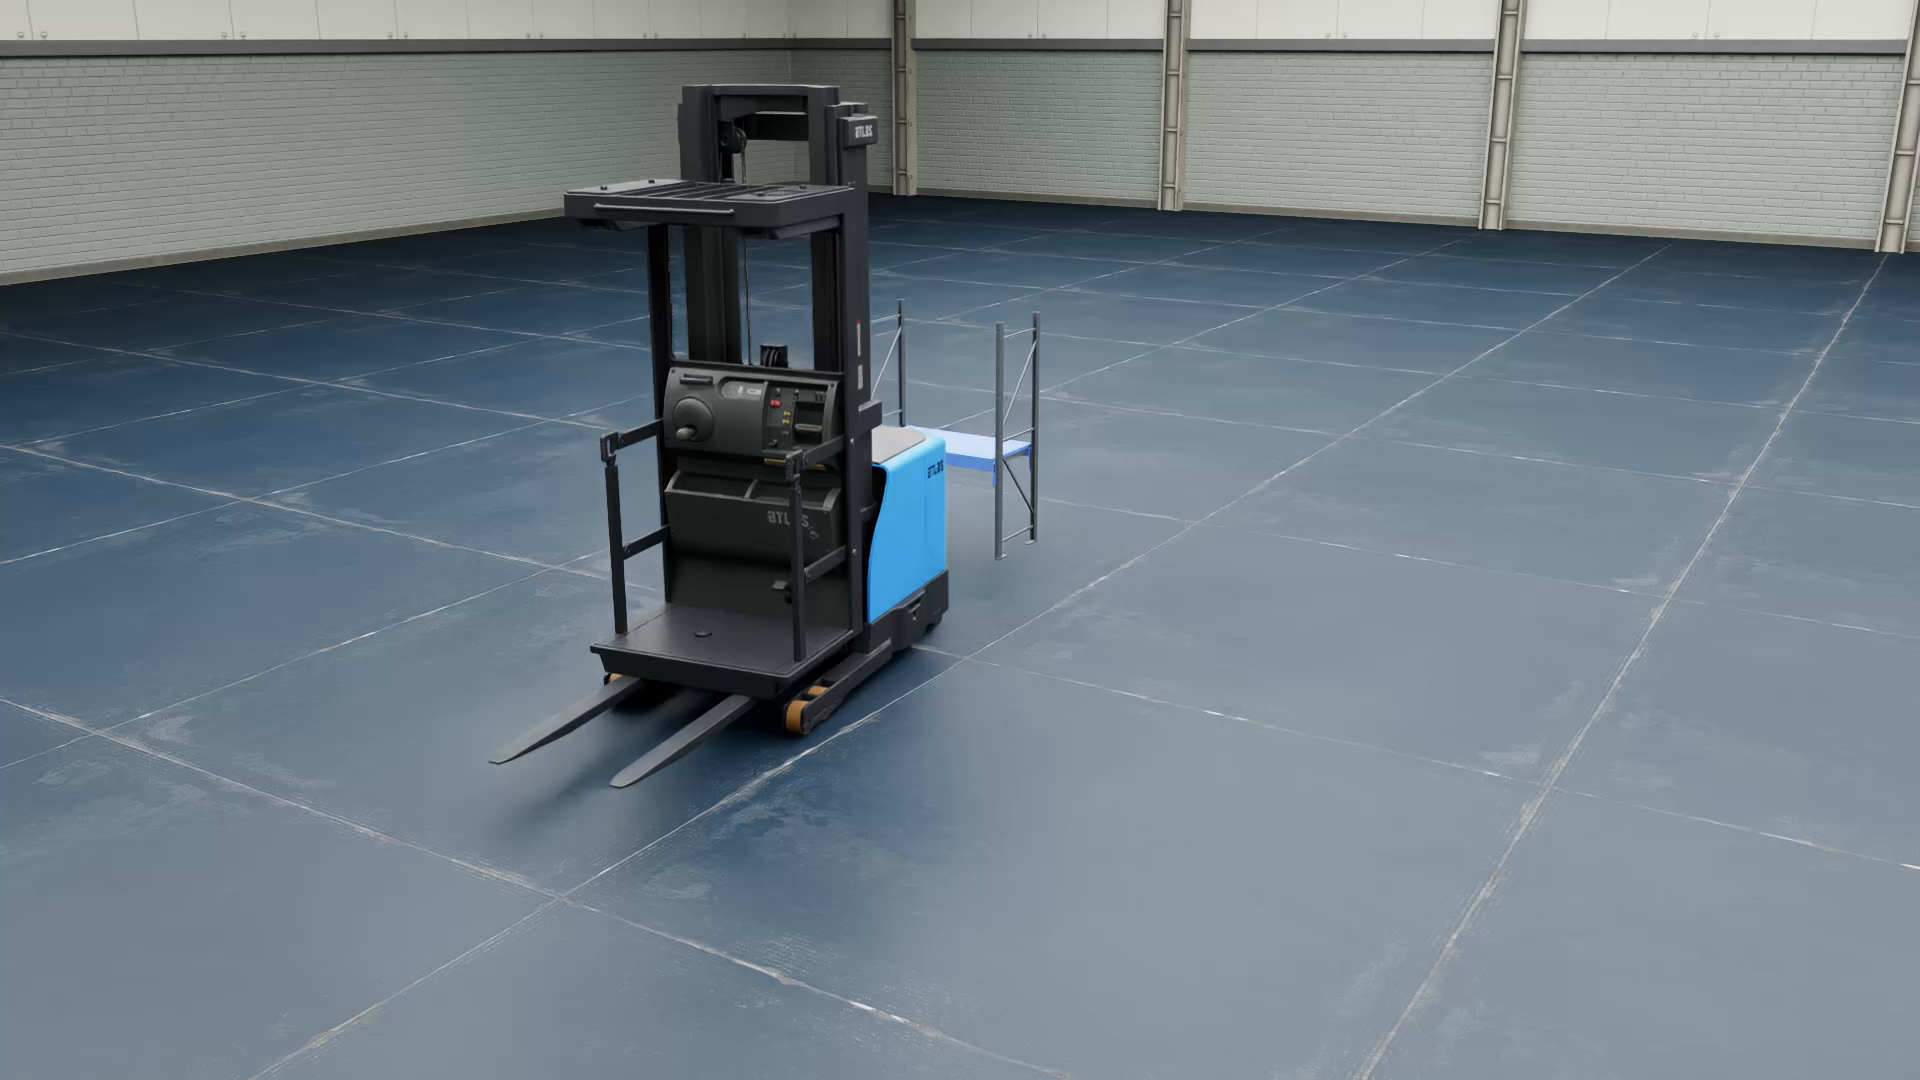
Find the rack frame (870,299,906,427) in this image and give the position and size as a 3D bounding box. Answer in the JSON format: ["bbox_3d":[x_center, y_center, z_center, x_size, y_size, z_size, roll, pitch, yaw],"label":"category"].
[{"bbox_3d":[-0.506,-0.808,10.960,0.032,1.500,0.500,10,20,30],"label":"rack frame"}]

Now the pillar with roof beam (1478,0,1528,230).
[{"bbox_3d":[6.838,-8.562,23.586,0.400,9.000,9.100,10,20,30],"label":"pillar with roof beam"}]

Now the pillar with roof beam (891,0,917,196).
[{"bbox_3d":[-3.387,-10.388,29.595,0.400,9.000,9.100,10,20,30],"label":"pillar with roof beam"}]

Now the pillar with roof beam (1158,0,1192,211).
[{"bbox_3d":[1.725,-9.475,26.591,0.400,9.000,9.100,10,20,30],"label":"pillar with roof beam"}]

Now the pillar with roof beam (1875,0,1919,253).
[{"bbox_3d":[11.951,-7.650,20.582,0.400,9.000,9.100,10,20,30],"label":"pillar with roof beam"}]

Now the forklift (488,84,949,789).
[{"bbox_3d":[-1.102,-0.621,7.883,1.130,2.935,3.031,7,18,22],"label":"forklift"}]

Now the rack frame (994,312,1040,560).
[{"bbox_3d":[0.360,-0.653,10.451,0.032,1.500,0.500,10,20,30],"label":"rack frame"}]

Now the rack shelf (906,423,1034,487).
[{"bbox_3d":[-0.073,-0.558,10.758,1.000,0.185,0.538,10,20,30],"label":"rack shelf"}]

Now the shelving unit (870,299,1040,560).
[{"bbox_3d":[-0.073,-0.731,10.706,1.048,1.500,0.538,10,20,30],"label":"shelving unit"}]
